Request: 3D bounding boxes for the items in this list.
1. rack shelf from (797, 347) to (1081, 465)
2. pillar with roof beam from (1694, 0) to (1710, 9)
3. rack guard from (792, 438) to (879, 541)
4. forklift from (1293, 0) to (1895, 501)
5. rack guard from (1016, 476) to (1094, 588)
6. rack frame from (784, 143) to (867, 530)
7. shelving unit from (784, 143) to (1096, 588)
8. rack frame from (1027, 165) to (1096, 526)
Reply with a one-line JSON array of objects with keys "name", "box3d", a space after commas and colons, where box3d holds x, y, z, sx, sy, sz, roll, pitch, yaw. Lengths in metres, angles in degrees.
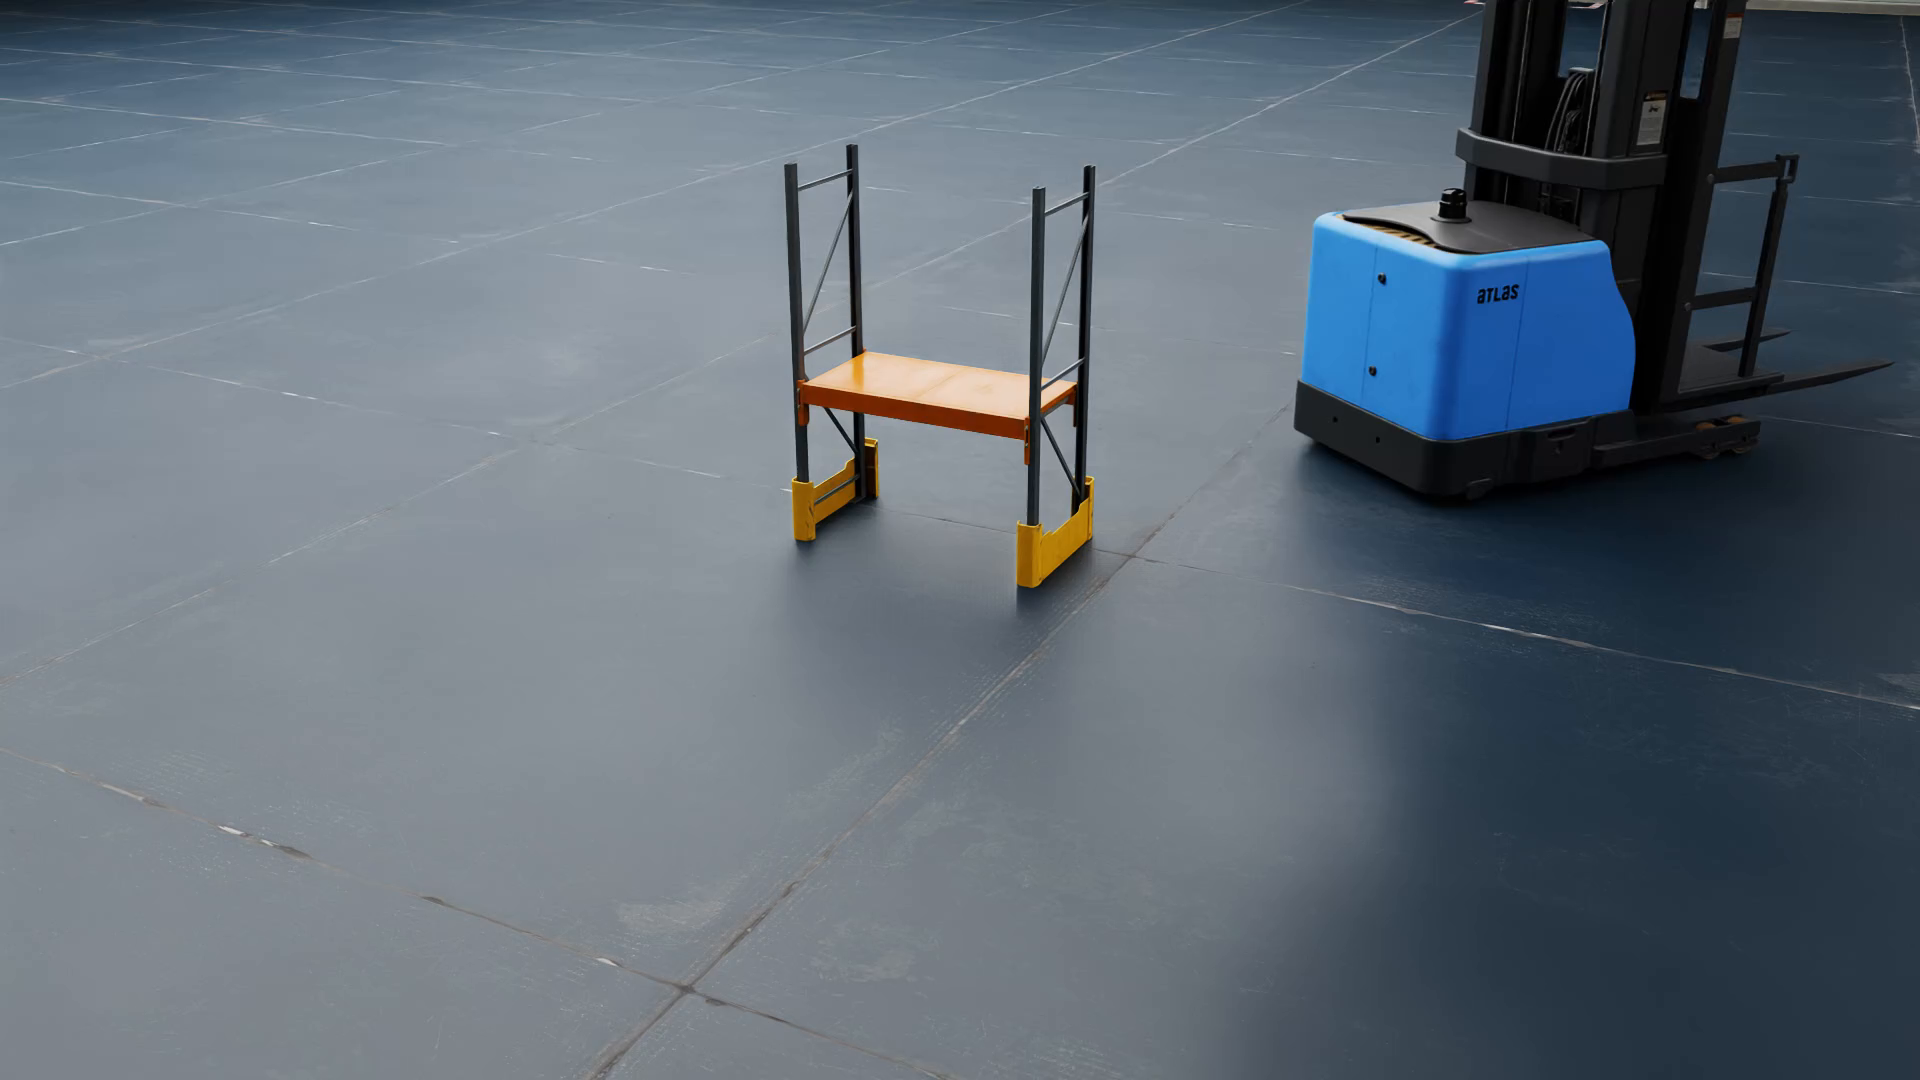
[{"name": "rack shelf", "box3d": [-0.076, -0.540, 6.544, 1.000, 0.185, 0.538, 11, 25, 25]}, {"name": "pillar with roof beam", "box3d": [10.102, -11.368, 21.964, 0.400, 9.000, 9.100, 11, 25, 25]}, {"name": "rack guard", "box3d": [-0.512, -0.216, 6.921, 0.087, 0.250, 0.587, 11, 25, 25]}, {"name": "forklift", "box3d": [3.119, -1.892, 7.434, 3.031, 2.935, 1.130, -10, 25, -23]}, {"name": "rack guard", "box3d": [0.376, -0.041, 6.507, 0.087, 0.250, 0.587, 11, 25, 25]}, {"name": "rack frame", "box3d": [6.751, 0.512, 3.228, 16.358, 1.800, 0.520, 11, 25, 25]}, {"name": "shelving unit", "box3d": [6.752, 0.508, 3.238, 16.366, 1.800, 0.587, 11, 25, 25]}, {"name": "rack frame", "box3d": [0.378, -0.615, 6.262, 0.032, 1.500, 0.500, 11, 25, 25]}]
